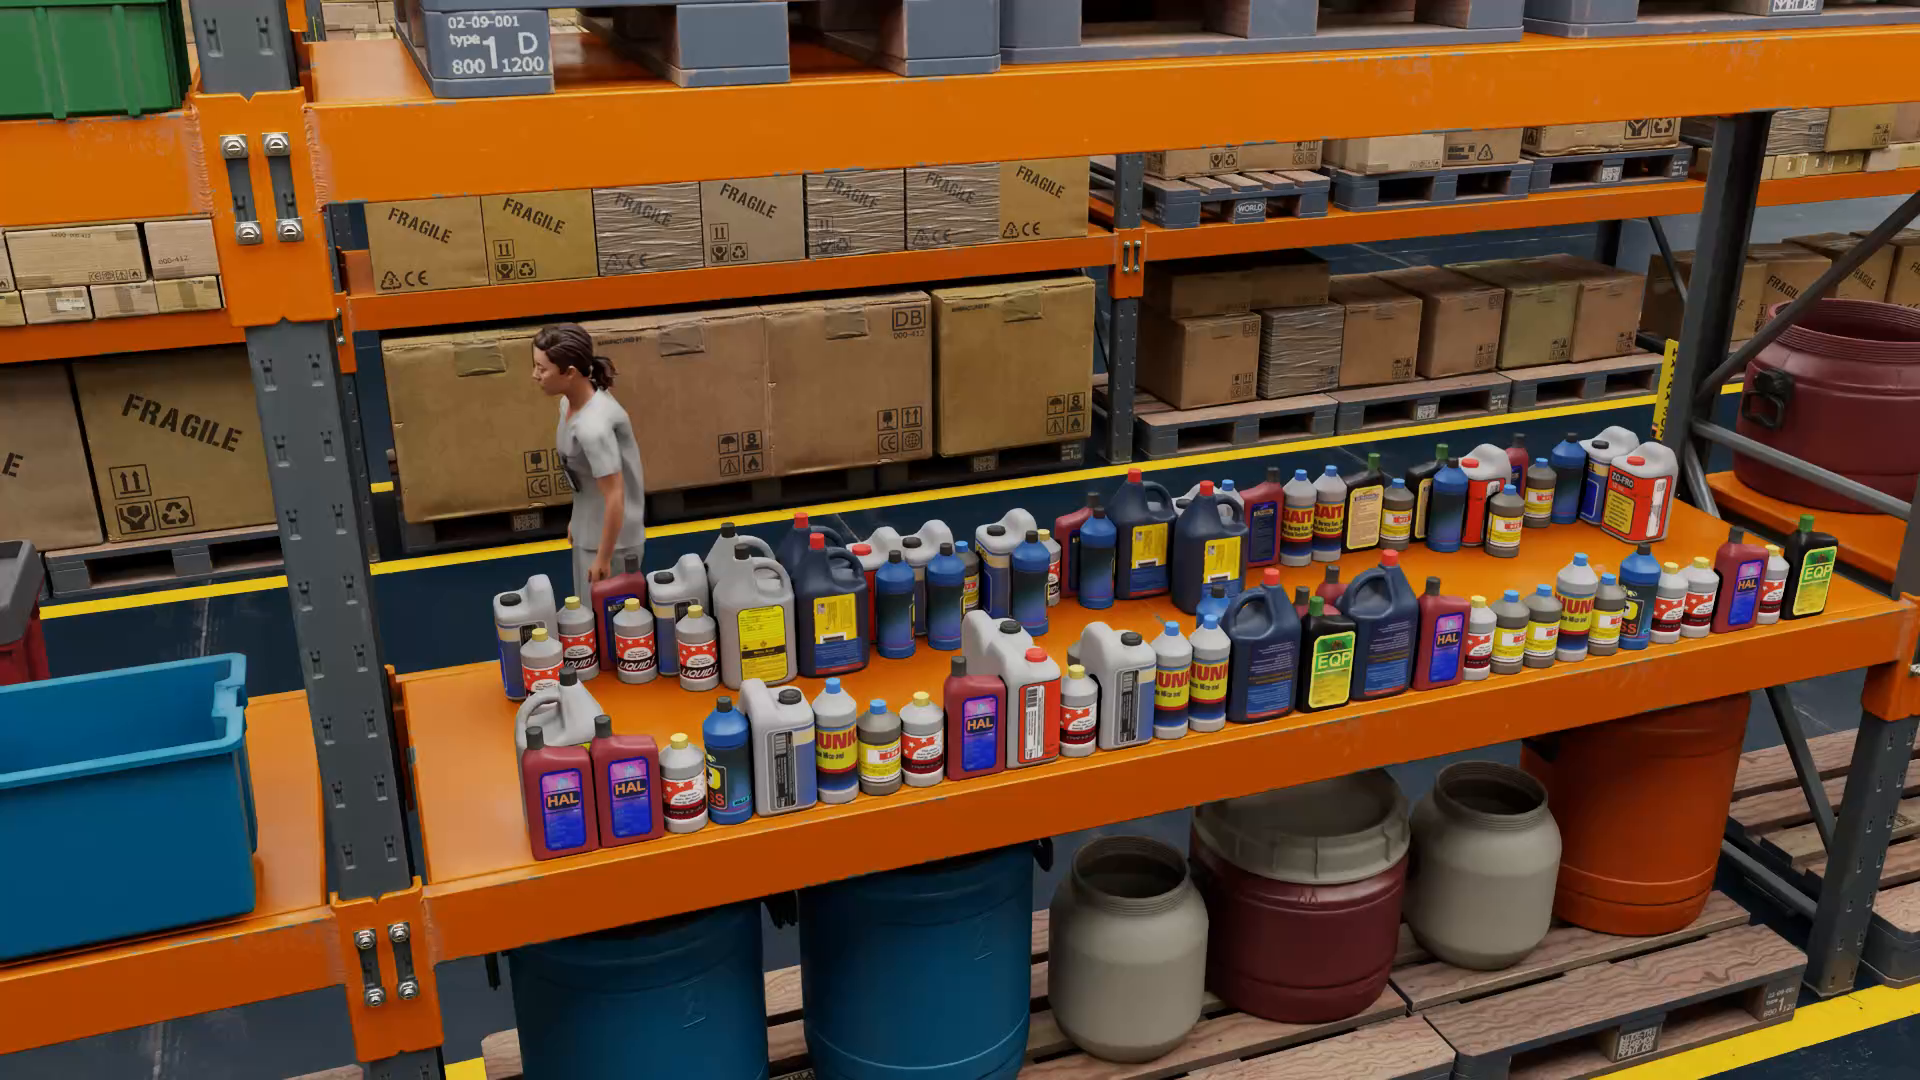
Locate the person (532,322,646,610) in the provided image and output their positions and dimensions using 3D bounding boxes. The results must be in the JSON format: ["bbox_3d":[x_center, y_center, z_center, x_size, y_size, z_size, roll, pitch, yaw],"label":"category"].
[{"bbox_3d":[-1.325,0.006,6.080,0.350,1.672,0.500,-9,24,-20],"label":"person"}]
